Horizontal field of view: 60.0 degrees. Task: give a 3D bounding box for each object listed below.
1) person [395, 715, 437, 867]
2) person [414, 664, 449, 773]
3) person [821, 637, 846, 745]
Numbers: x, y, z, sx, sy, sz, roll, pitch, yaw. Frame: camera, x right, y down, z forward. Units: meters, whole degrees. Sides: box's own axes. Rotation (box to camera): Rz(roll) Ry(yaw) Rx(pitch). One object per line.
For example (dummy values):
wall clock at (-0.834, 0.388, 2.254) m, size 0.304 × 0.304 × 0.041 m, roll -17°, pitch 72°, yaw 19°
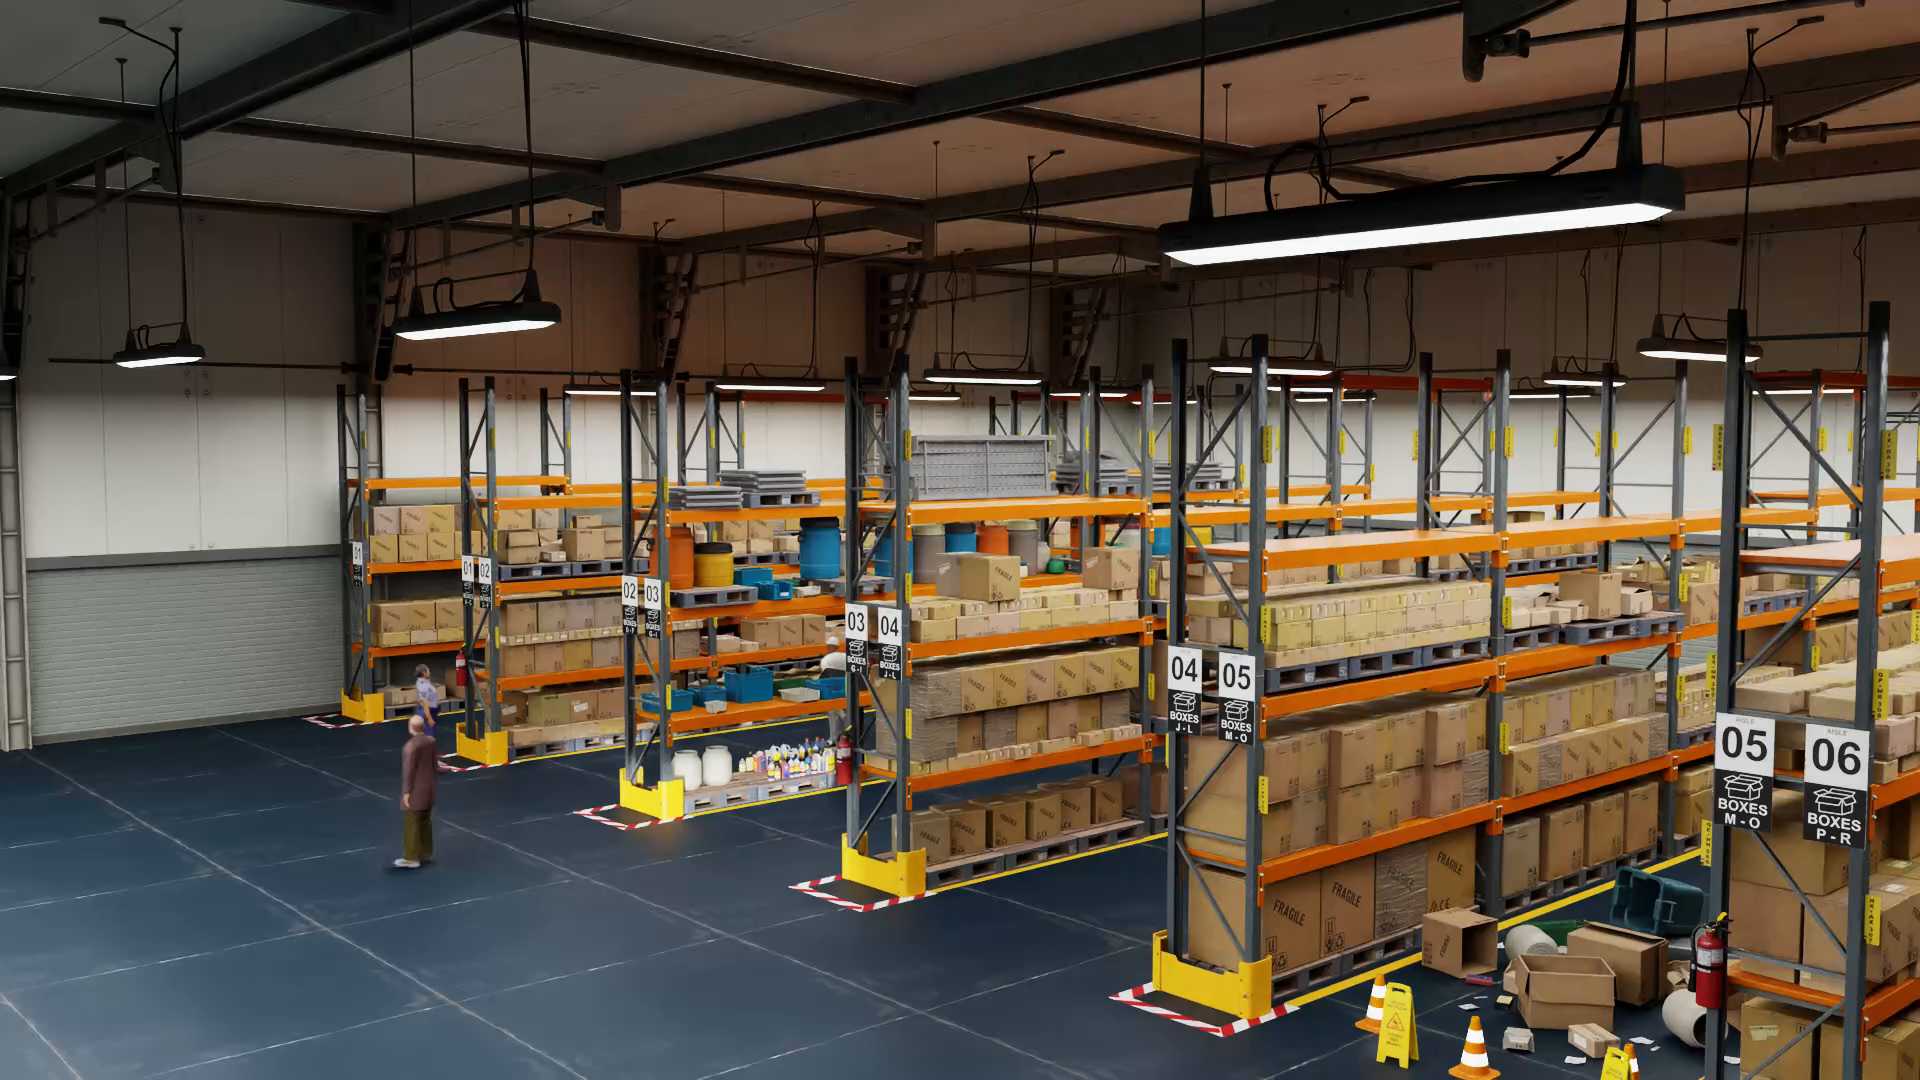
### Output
person at (-6.497, 2.963, 19.783) m, size 0.460 × 1.782 × 0.636 m, roll 1°, pitch 4°, yaw 12°
person at (-8.000, 2.695, 25.217) m, size 0.539 × 1.637 × 0.503 m, roll 0°, pitch 4°, yaw -2°
person at (-2.041, 2.479, 27.401) m, size 0.366 × 1.794 × 0.667 m, roll 3°, pitch 5°, yaw 41°
